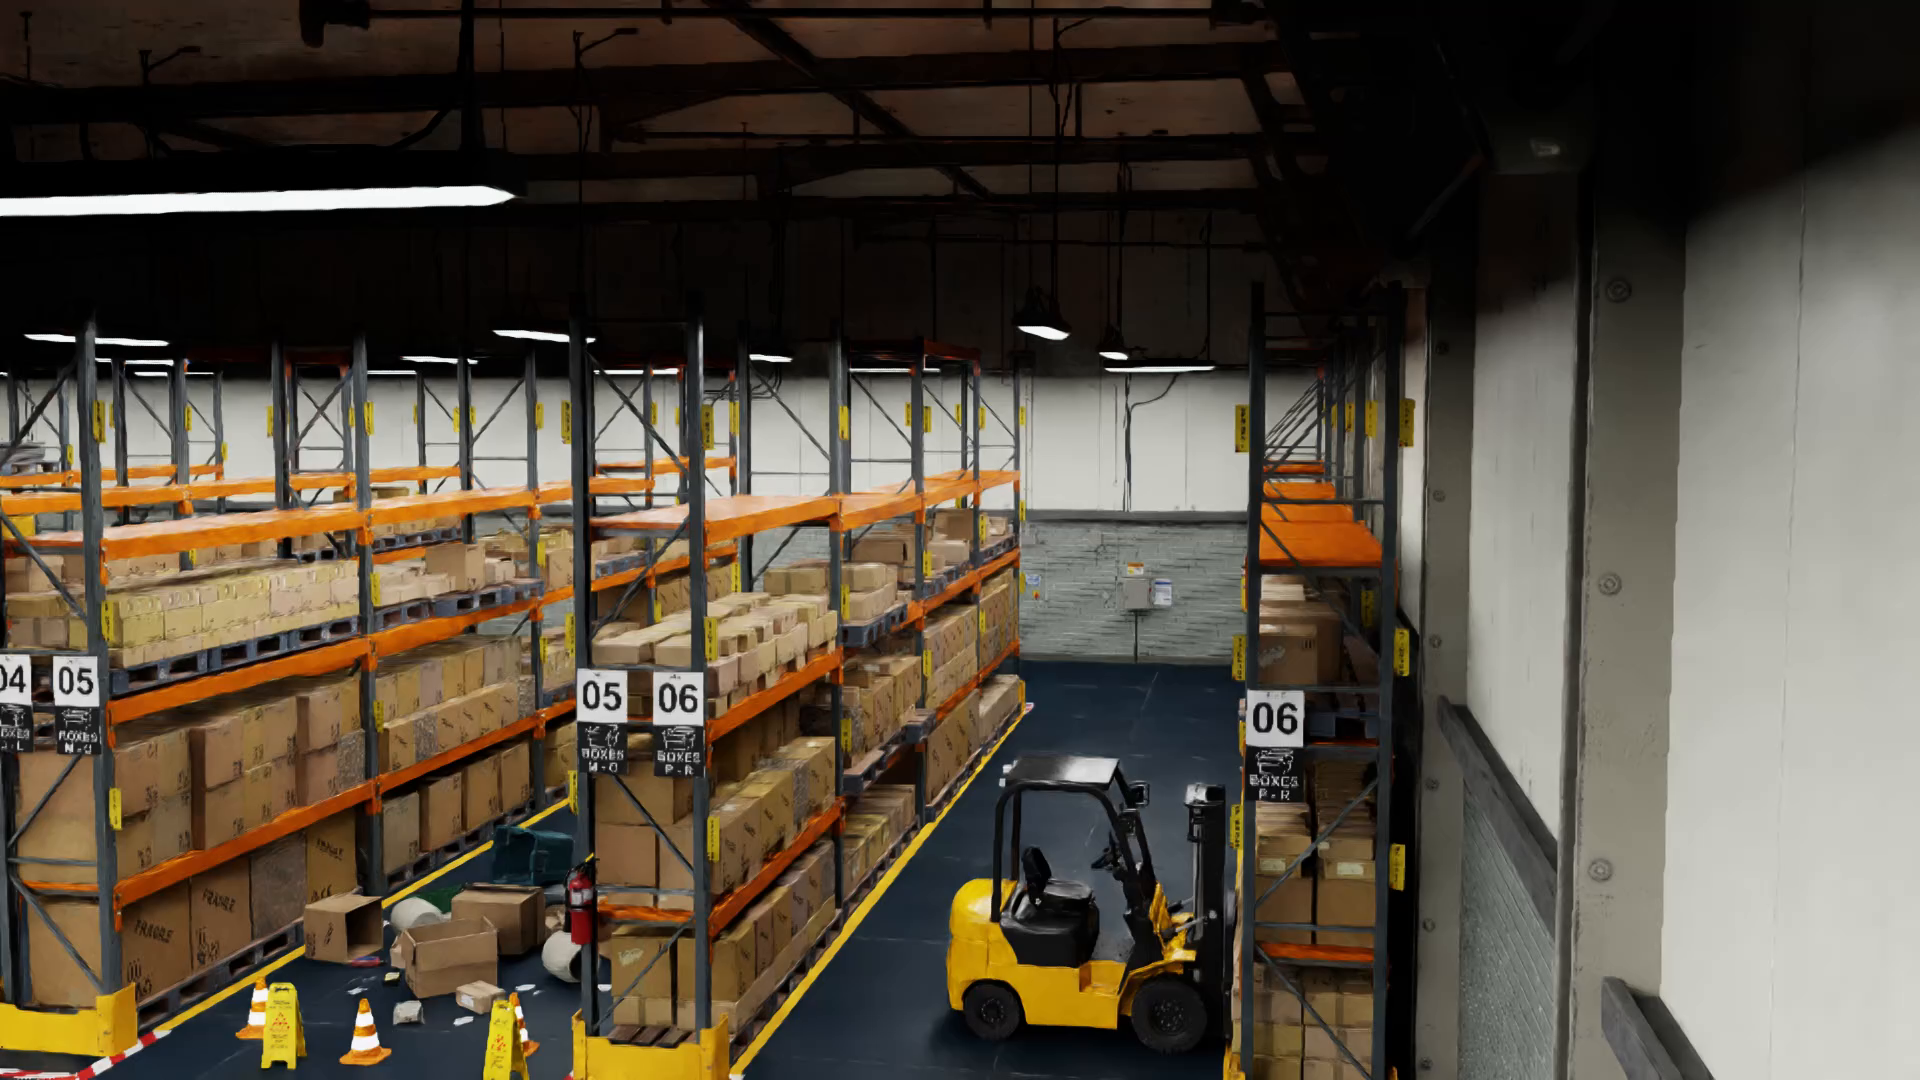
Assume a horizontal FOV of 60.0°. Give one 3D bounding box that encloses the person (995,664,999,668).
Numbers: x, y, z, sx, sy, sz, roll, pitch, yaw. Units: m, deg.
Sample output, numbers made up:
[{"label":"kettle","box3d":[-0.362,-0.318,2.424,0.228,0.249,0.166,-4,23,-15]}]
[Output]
[{"label":"person","box3d":[0.466,1.695,32.588,0.565,1.712,0.598,-4,6,-43]}]
